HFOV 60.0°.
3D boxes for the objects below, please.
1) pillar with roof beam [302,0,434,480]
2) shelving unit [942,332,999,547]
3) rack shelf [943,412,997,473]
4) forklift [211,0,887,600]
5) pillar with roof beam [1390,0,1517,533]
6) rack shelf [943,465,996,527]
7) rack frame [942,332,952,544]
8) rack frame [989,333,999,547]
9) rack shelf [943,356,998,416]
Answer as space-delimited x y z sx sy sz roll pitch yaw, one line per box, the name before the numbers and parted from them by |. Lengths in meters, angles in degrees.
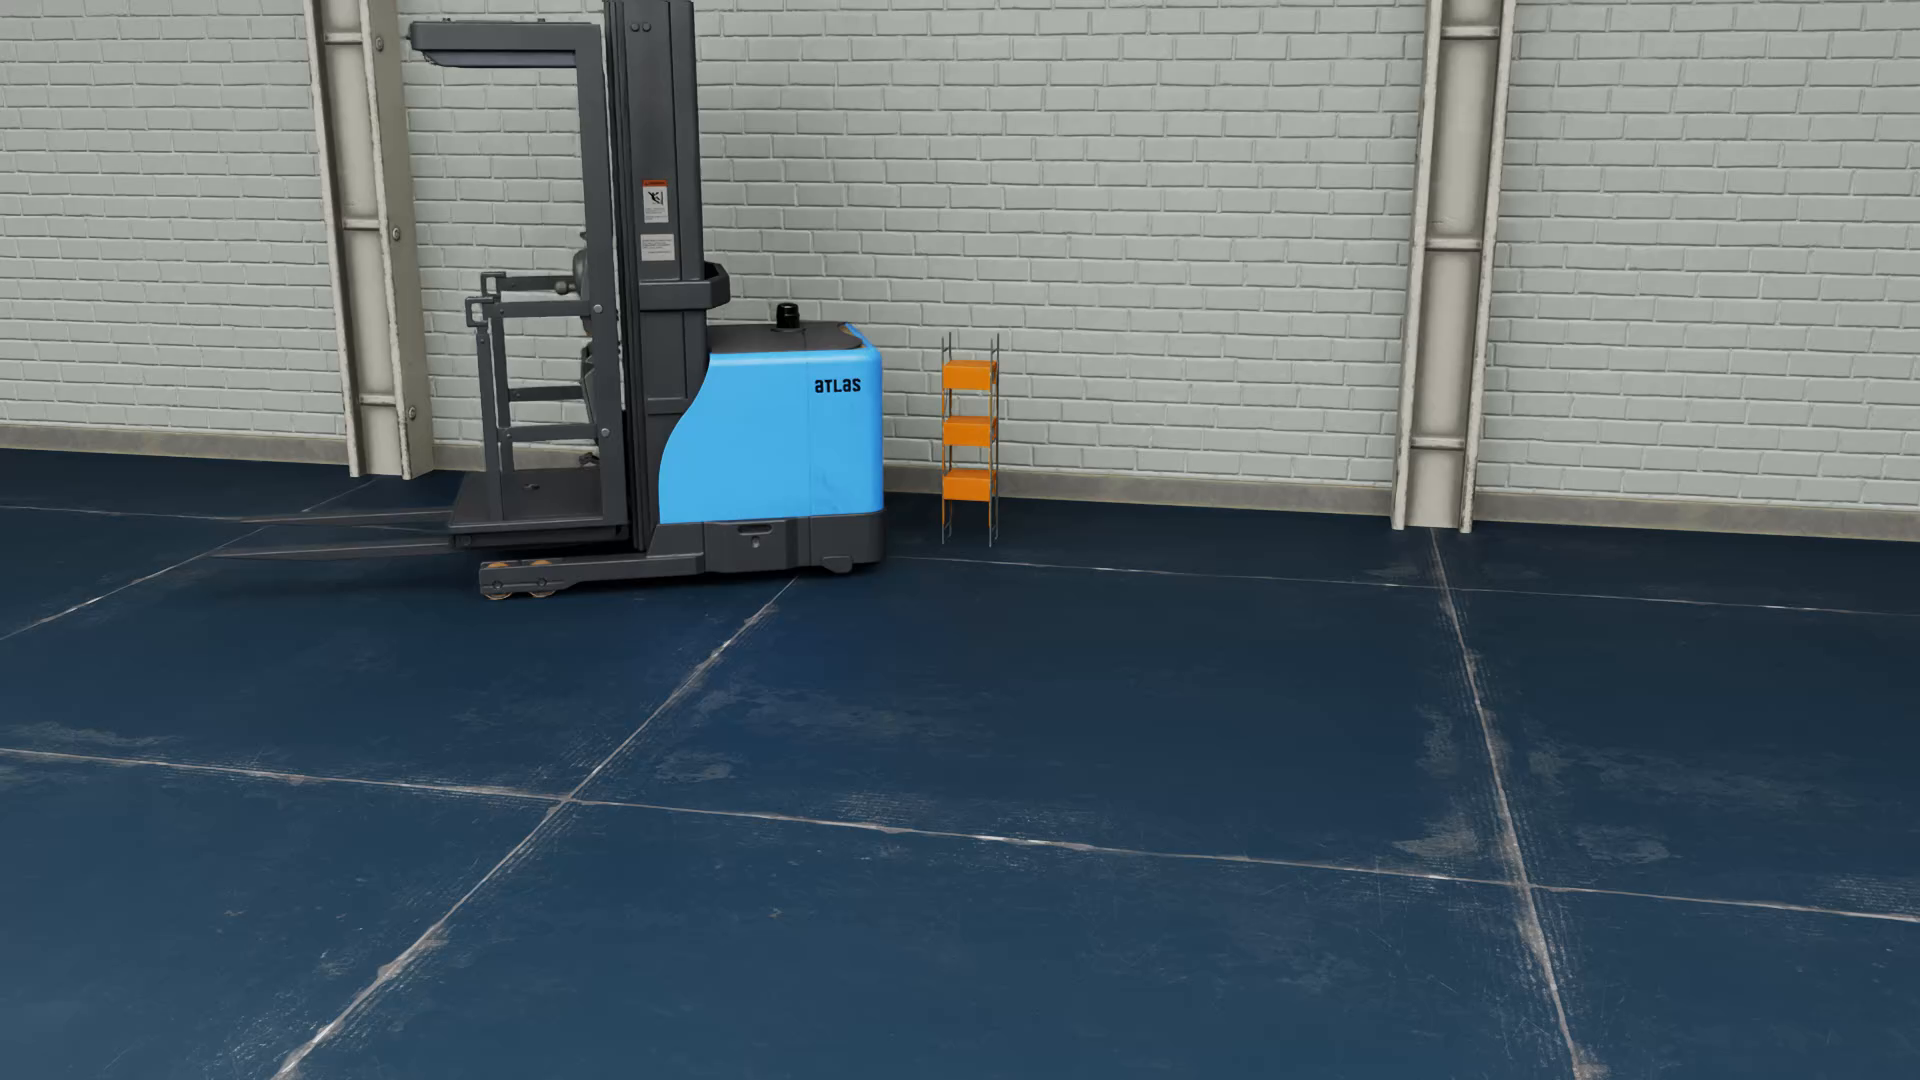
pillar with roof beam | -4.249 -3.617 4.691 0.400 9.000 9.100 3 16 11
shelving unit | 0.052 -0.503 8.342 0.252 1.050 0.215 3 16 11
rack shelf | 0.052 -0.493 8.344 0.240 0.259 0.215 3 16 11
forklift | -1.919 -1.296 7.679 3.031 2.935 1.130 -3 16 -11
pillar with roof beam | 1.630 -3.297 3.539 0.400 9.000 9.100 3 16 11
rack shelf | 0.052 -0.225 8.419 0.240 0.259 0.215 3 16 11
rack frame | -0.067 -0.510 8.365 0.008 1.050 0.200 3 16 11
rack frame | 0.172 -0.497 8.318 0.008 1.050 0.200 3 16 11
rack shelf | 0.052 -0.766 8.269 0.240 0.259 0.215 3 16 11
